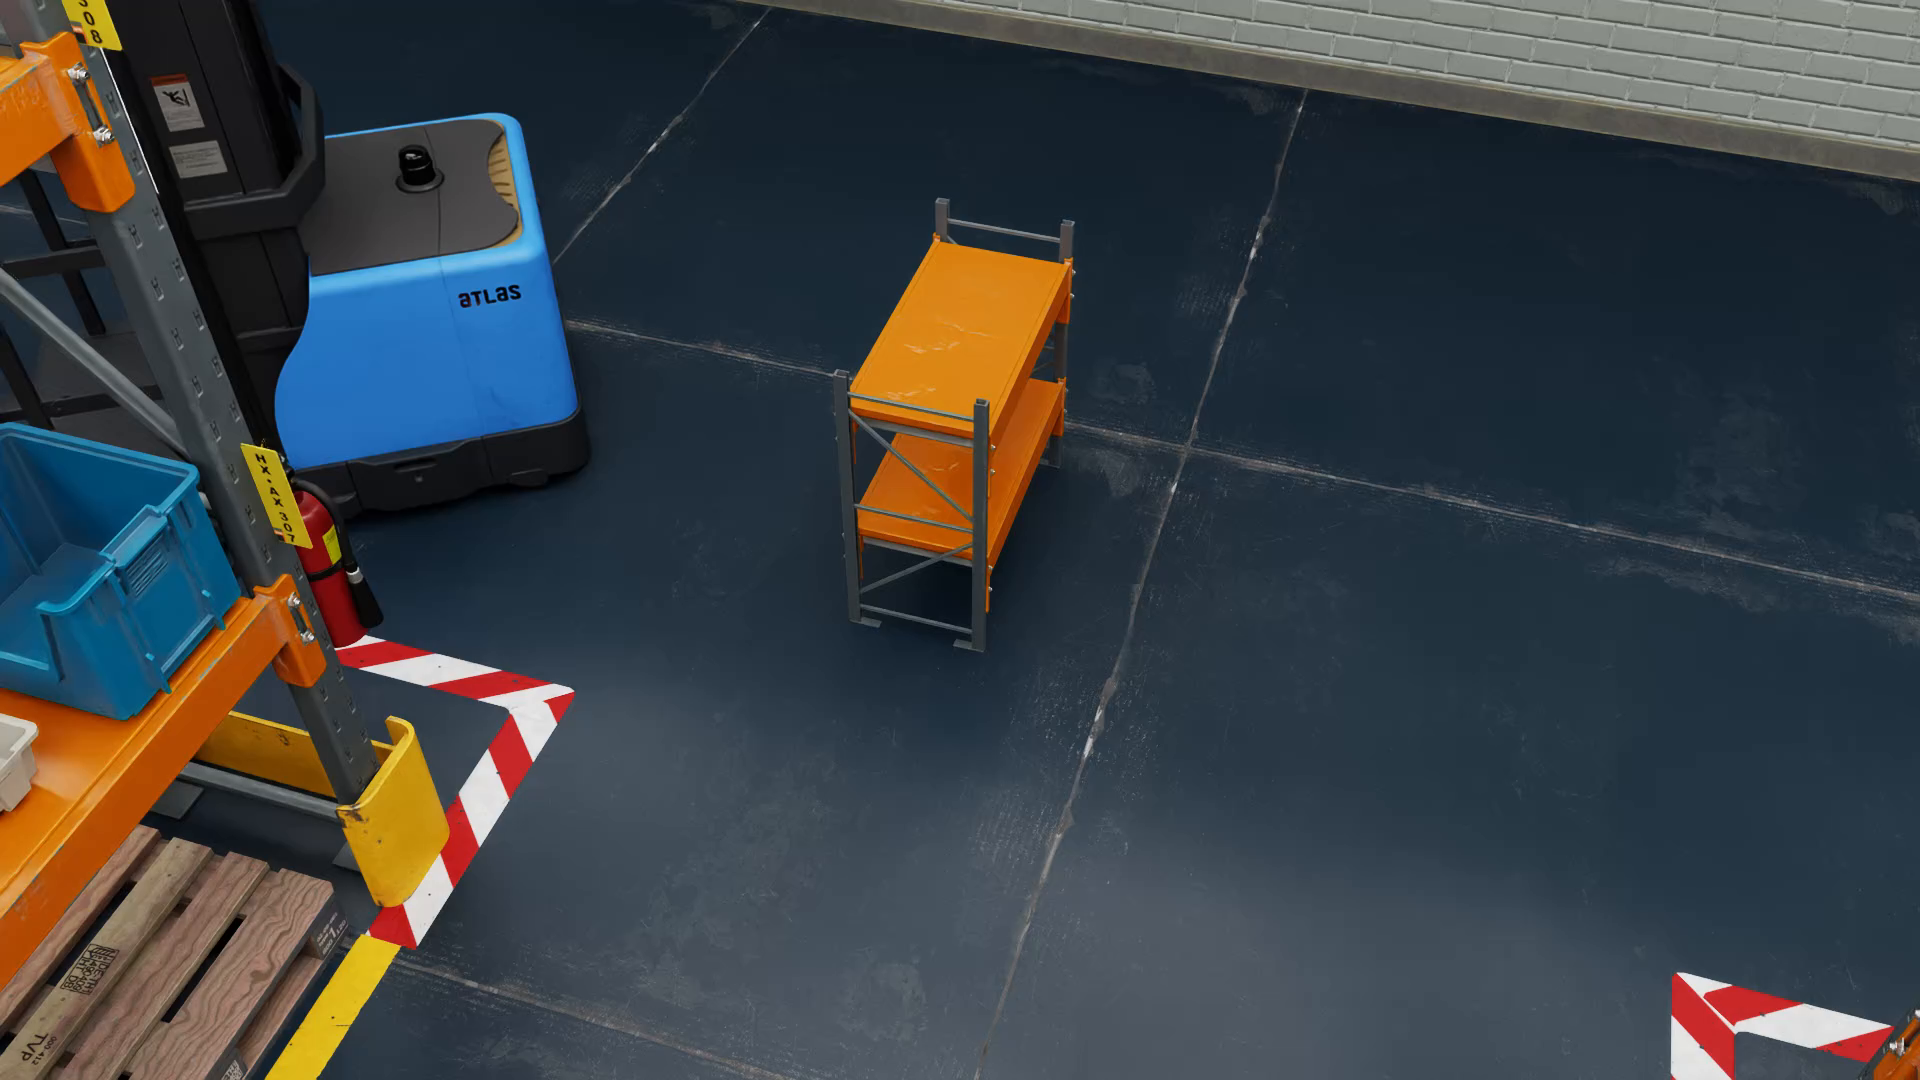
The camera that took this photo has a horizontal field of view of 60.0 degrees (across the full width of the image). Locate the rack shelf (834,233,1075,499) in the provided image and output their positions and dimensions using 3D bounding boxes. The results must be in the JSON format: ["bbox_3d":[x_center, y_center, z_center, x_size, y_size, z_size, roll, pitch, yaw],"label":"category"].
[{"bbox_3d":[0.002,-0.616,5.656,0.538,0.278,1.000,13,46,13],"label":"rack shelf"}]

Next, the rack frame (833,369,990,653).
[{"bbox_3d":[-0.152,-0.068,5.515,0.500,1.125,0.032,13,46,13],"label":"rack frame"}]

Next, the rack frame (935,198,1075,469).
[{"bbox_3d":[0.156,-0.745,6.207,0.500,1.125,0.032,13,46,13],"label":"rack frame"}]

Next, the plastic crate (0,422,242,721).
[{"bbox_3d":[-2.134,0.076,3.959,0.616,0.435,0.499,13,46,13],"label":"plastic crate"}]

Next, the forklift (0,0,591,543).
[{"bbox_3d":[-3.016,-1.332,5.516,3.031,2.935,1.130,-12,46,-12],"label":"forklift"}]

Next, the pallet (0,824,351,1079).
[{"bbox_3d":[-2.497,1.386,4.683,1.003,0.211,1.213,13,46,13],"label":"pallet"}]

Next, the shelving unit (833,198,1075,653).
[{"bbox_3d":[0.002,-0.407,5.861,0.538,1.125,1.048,13,46,13],"label":"shelving unit"}]

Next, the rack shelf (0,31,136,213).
[{"bbox_3d":[-2.816,0.366,2.101,1.077,0.370,4.000,13,46,13],"label":"rack shelf"}]

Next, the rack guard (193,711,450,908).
[{"bbox_3d":[-2.216,0.722,5.155,1.175,0.500,0.348,13,46,13],"label":"rack guard"}]

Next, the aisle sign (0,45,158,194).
[{"bbox_3d":[-1.910,-1.068,3.338,0.394,0.787,0.004,13,46,13],"label":"aisle sign"}]

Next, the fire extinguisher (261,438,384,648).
[{"bbox_3d":[-1.732,0.004,4.423,0.296,0.674,0.183,13,46,13],"label":"fire extinguisher"}]

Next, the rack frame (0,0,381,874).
[{"bbox_3d":[-2.211,-0.153,4.261,1.000,3.000,0.127,13,46,13],"label":"rack frame"}]

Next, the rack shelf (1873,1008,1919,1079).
[{"bbox_3d":[1.904,2.487,2.078,1.077,0.370,4.000,13,46,13],"label":"rack shelf"}]

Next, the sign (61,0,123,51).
[{"bbox_3d":[-1.682,-1.082,3.141,0.100,0.325,0.005,13,46,13],"label":"sign"}]

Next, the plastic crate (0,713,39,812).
[{"bbox_3d":[-2.285,0.502,3.738,0.396,0.136,0.243,13,46,13],"label":"plastic crate"}]

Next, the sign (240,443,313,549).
[{"bbox_3d":[-1.682,-0.105,4.096,0.100,0.325,0.005,13,46,13],"label":"sign"}]

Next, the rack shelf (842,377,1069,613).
[{"bbox_3d":[0.002,-0.232,6.032,0.538,0.278,1.000,13,46,13],"label":"rack shelf"}]

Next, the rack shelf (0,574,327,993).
[{"bbox_3d":[-2.816,1.438,3.151,1.077,0.370,4.000,13,46,13],"label":"rack shelf"}]
